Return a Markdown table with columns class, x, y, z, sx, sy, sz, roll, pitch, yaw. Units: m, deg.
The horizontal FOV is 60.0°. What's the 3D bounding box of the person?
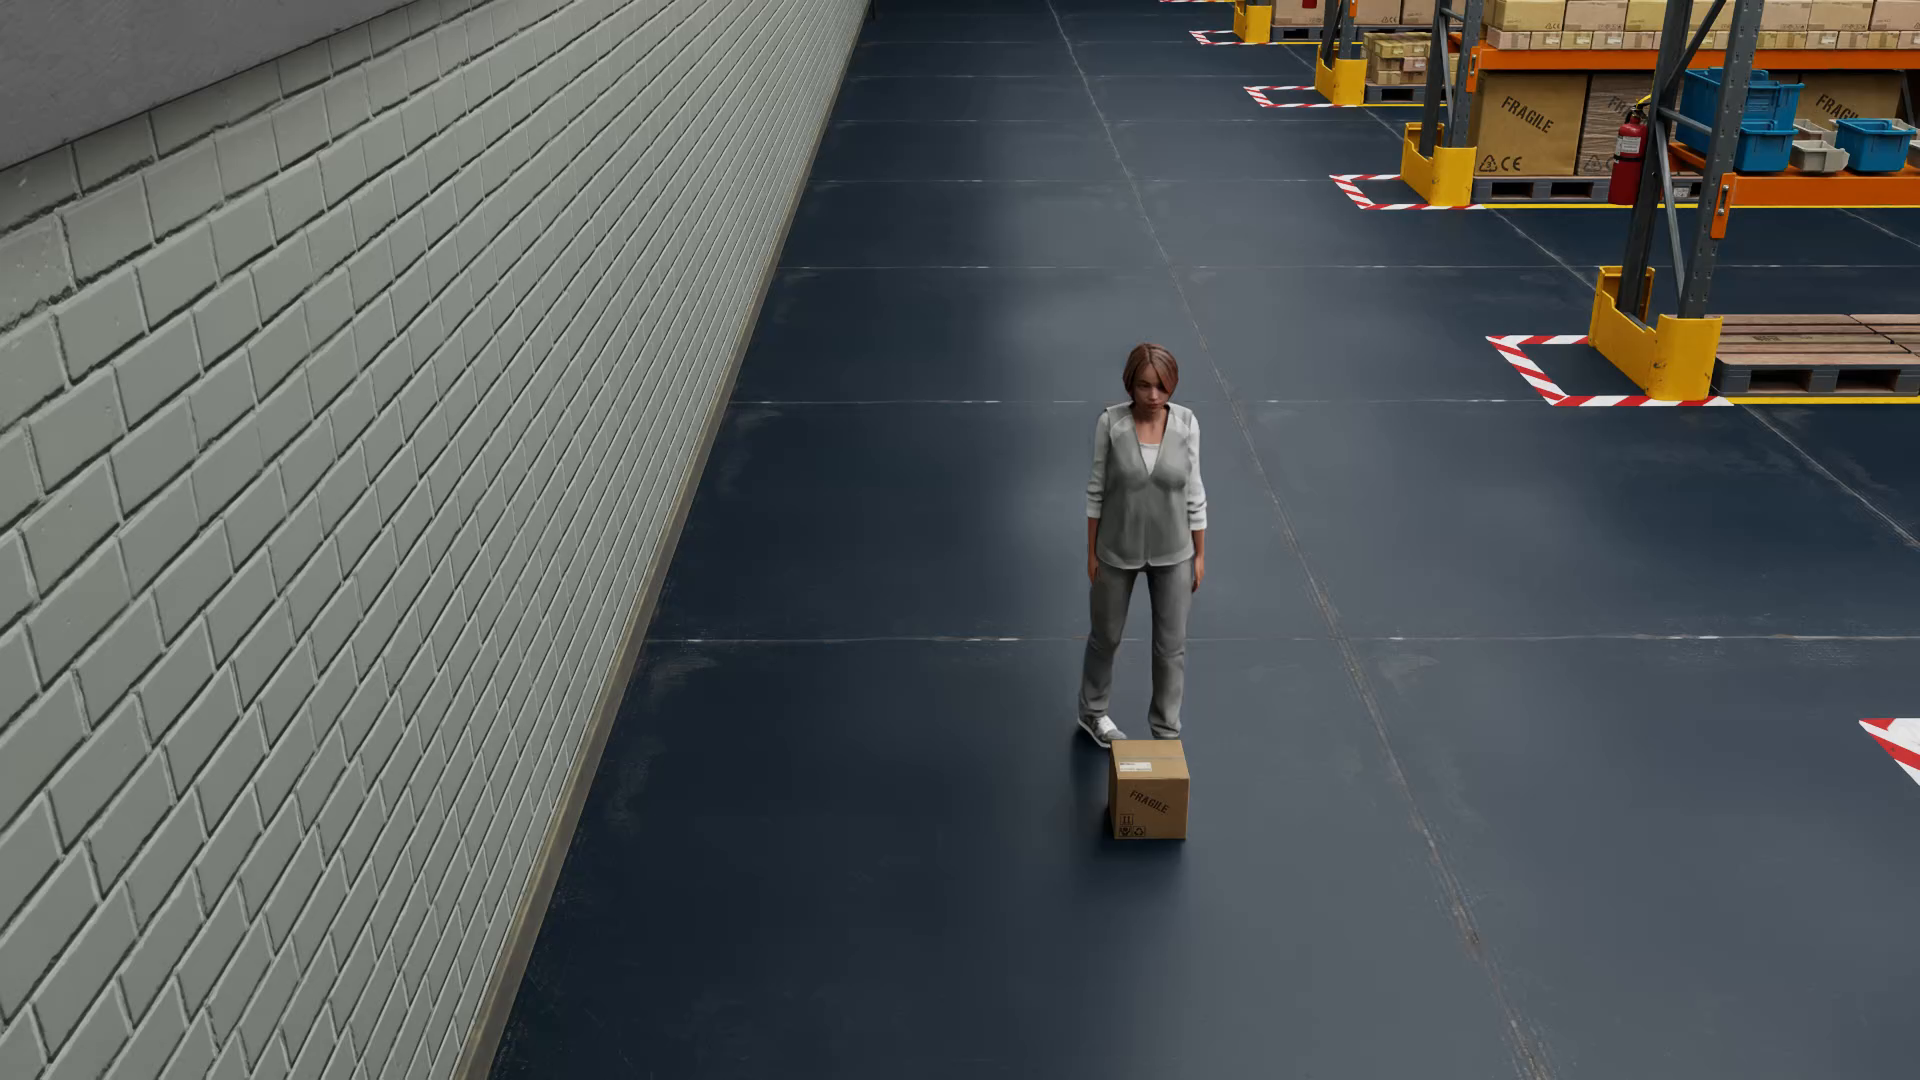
| class | x | y | z | sx | sy | sz | roll | pitch | yaw |
| --- | --- | --- | --- | --- | --- | --- | --- | --- | --- |
| person | 0.664 | 0.132 | 6.044 | 0.432 | 1.285 | 0.363 | 0 | 24 | 1 |
